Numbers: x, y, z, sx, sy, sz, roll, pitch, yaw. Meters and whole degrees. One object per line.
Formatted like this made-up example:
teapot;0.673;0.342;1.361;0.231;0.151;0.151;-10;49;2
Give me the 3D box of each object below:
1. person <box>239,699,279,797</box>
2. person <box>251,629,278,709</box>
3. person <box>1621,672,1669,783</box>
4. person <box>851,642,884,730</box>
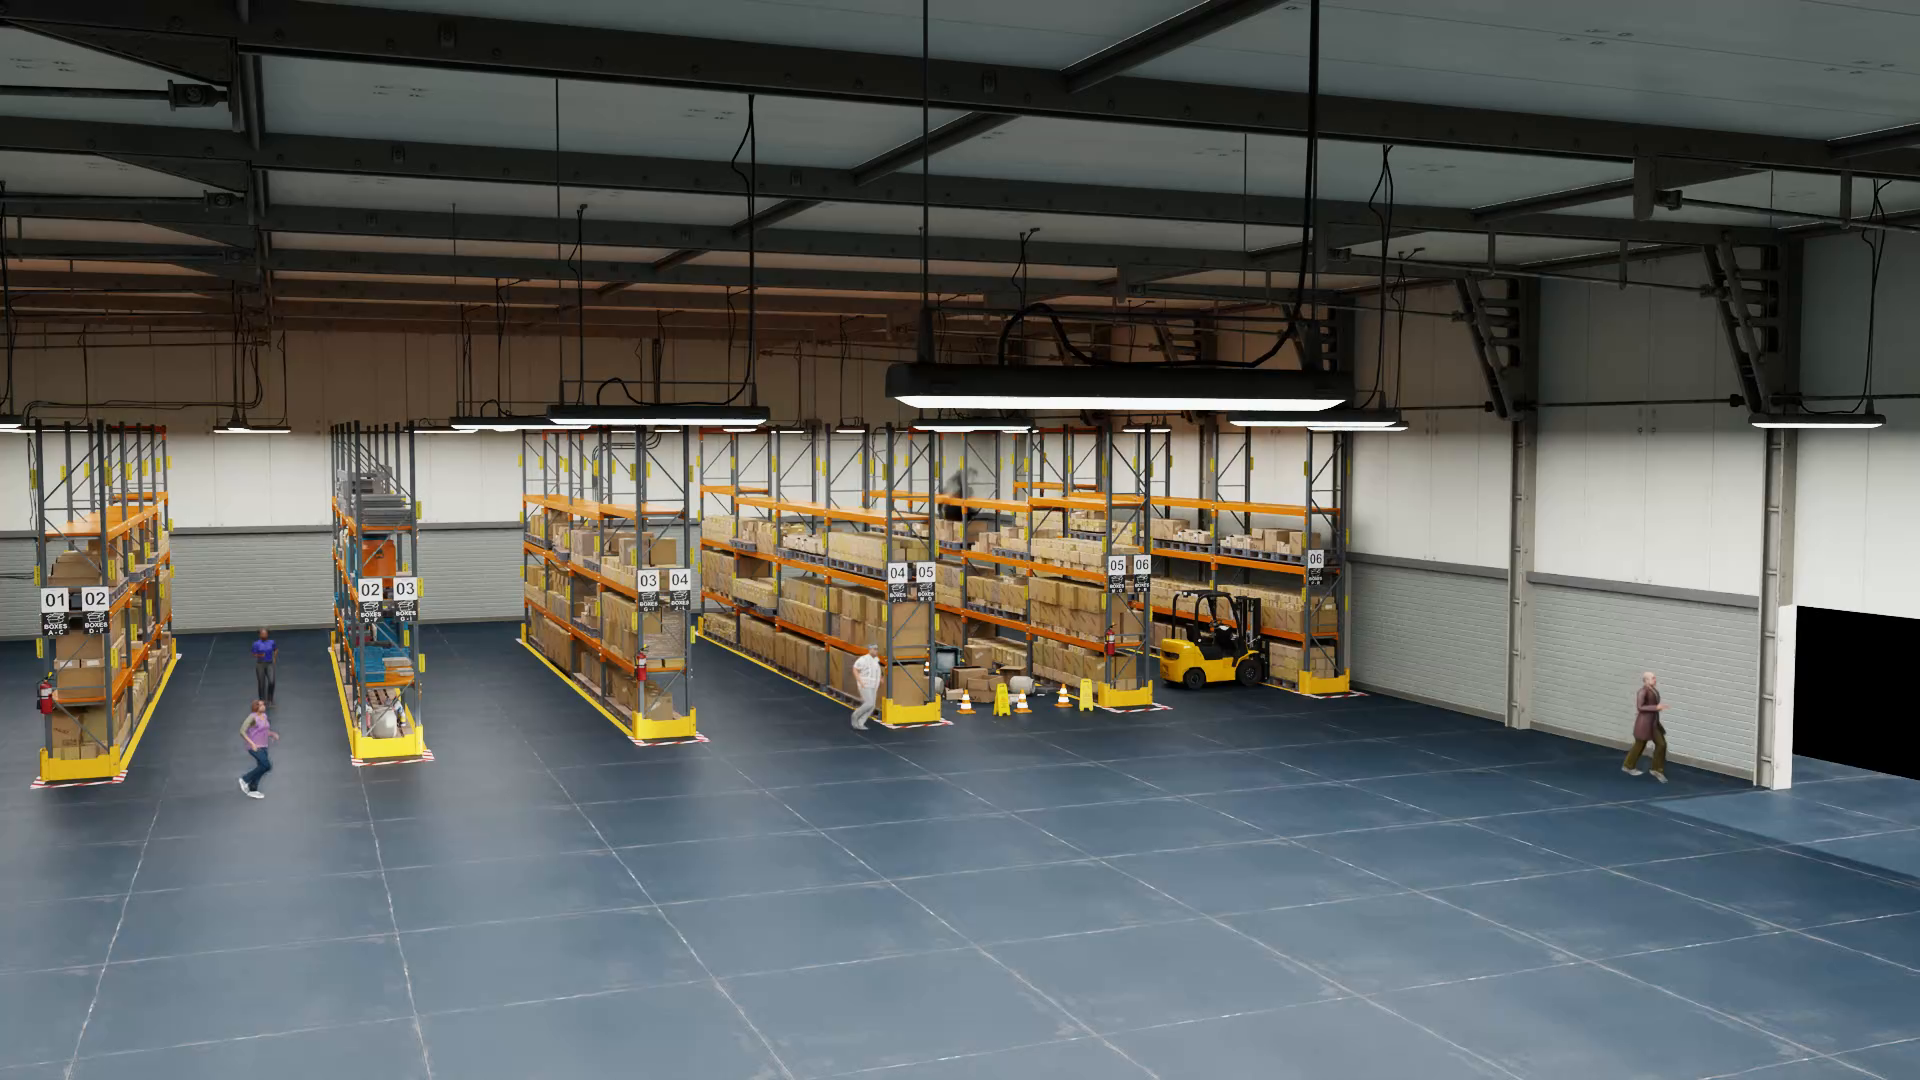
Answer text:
person;-11.104;3.299;26.369;0.554;1.568;0.523;0;4;6
person;-14.633;2.715;35.044;0.554;1.701;0.694;-2;4;-31
person;11.428;3.102;27.655;0.699;1.837;0.811;-3;4;-37
person;-1.745;2.841;32.436;0.577;1.708;0.673;3;4;37
